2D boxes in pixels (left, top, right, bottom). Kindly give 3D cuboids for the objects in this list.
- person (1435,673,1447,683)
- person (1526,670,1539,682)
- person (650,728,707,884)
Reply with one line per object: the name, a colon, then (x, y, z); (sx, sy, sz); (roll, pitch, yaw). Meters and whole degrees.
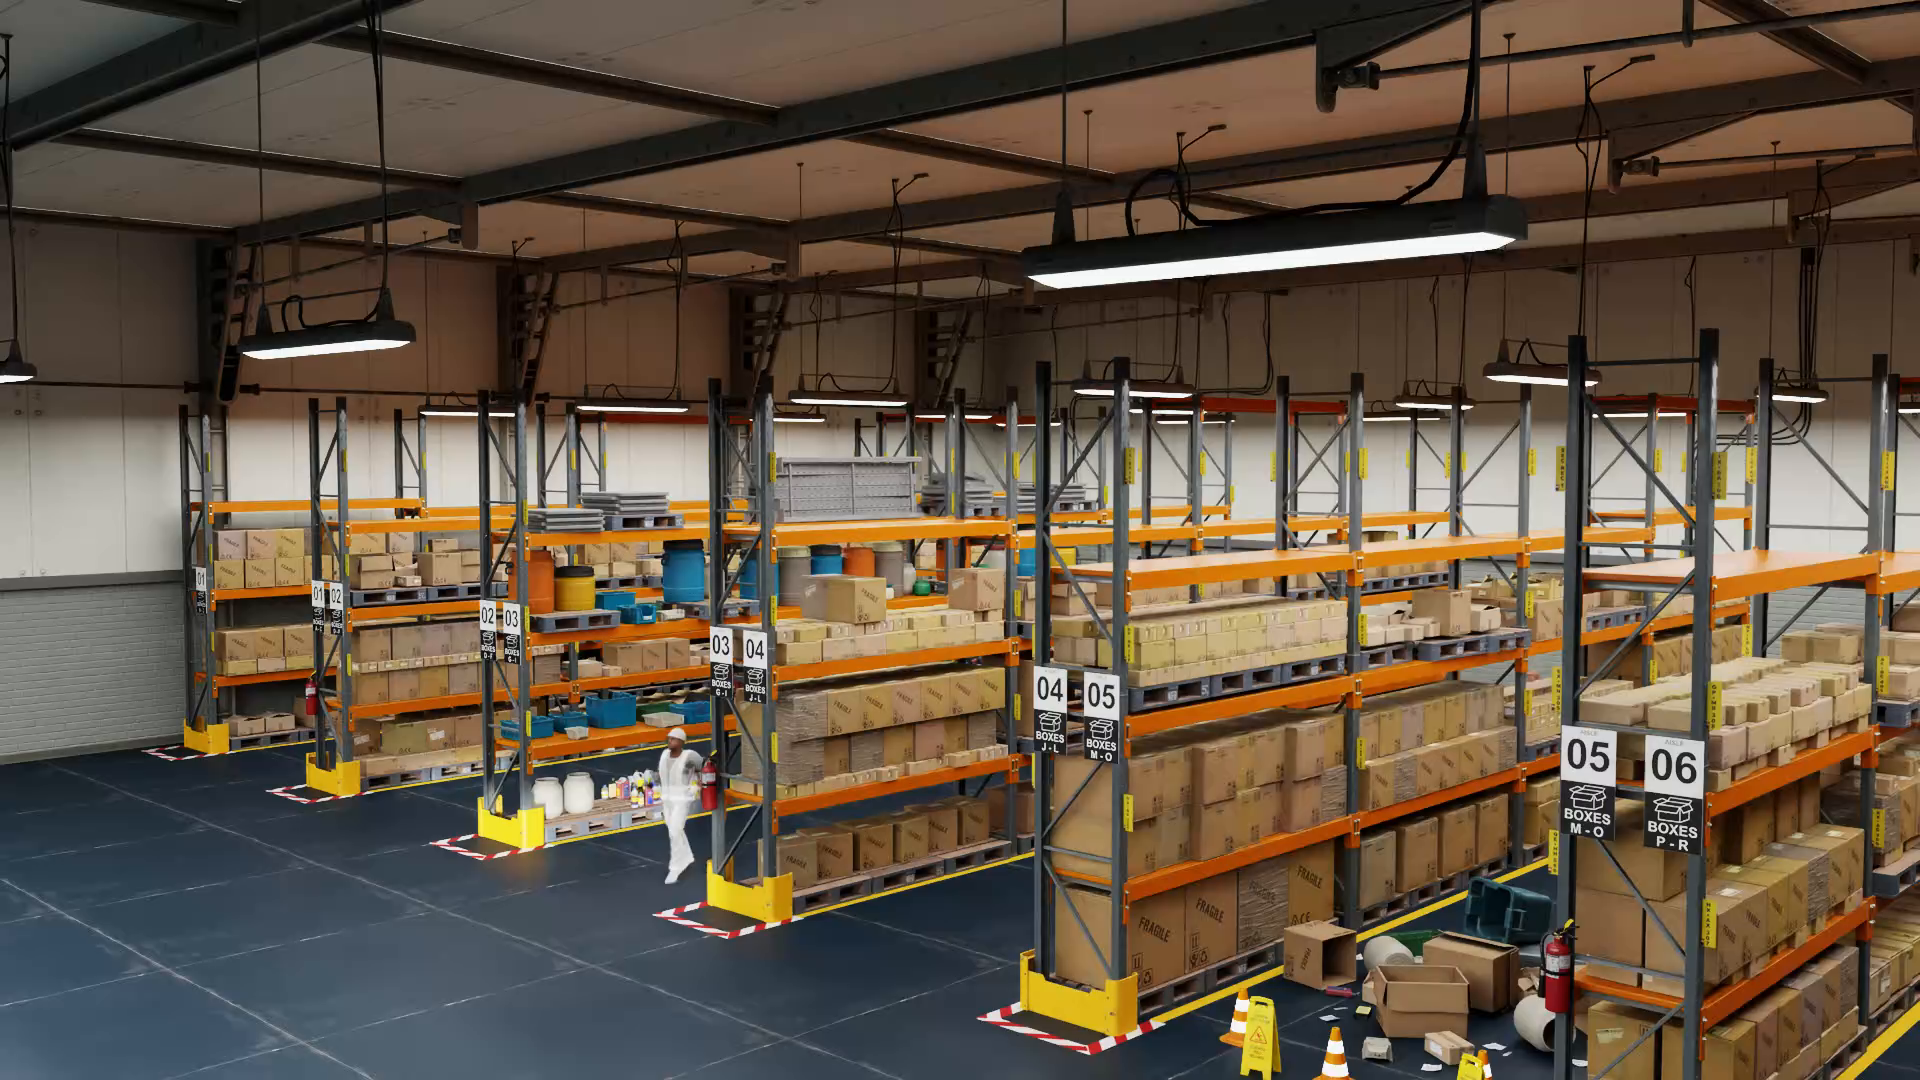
person: (7.879, 2.993, 26.851); (0.713, 1.554, 0.676); (2, 4, 36)
person: (9.104, 2.927, 26.257); (0.900, 1.771, 0.662); (-2, 4, -37)
person: (-3.443, 3.206, 20.234); (0.663, 1.855, 0.704); (2, 4, 35)
